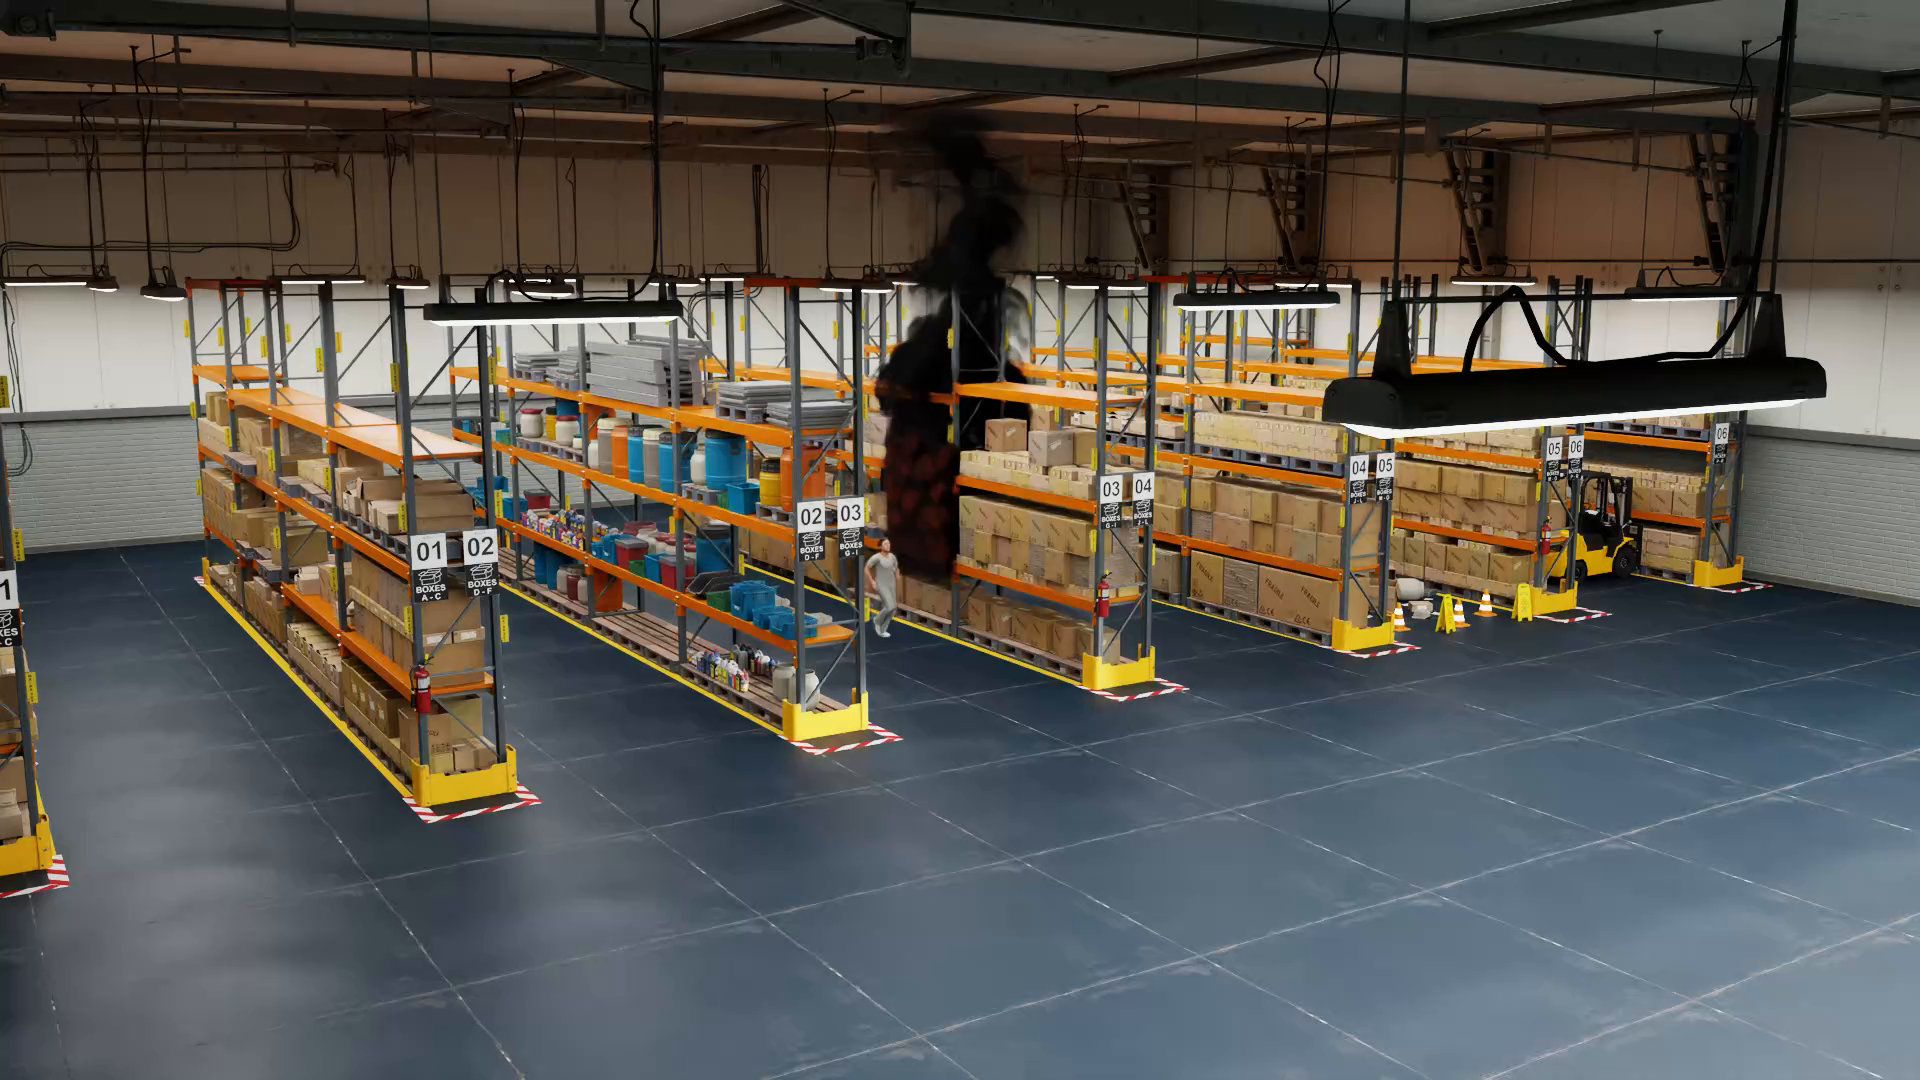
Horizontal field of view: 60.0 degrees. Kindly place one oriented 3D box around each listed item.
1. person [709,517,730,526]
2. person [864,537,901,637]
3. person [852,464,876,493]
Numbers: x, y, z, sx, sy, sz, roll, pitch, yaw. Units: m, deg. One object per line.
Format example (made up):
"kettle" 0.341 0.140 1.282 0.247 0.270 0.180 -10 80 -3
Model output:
"person" -4.439 -0.027 31.109 0.600 1.847 0.821 -7 12 -37
"person" -1.174 0.772 26.738 0.565 1.635 0.530 -8 13 -40
"person" -2.321 -1.575 41.975 0.832 1.734 0.681 -5 11 -29
